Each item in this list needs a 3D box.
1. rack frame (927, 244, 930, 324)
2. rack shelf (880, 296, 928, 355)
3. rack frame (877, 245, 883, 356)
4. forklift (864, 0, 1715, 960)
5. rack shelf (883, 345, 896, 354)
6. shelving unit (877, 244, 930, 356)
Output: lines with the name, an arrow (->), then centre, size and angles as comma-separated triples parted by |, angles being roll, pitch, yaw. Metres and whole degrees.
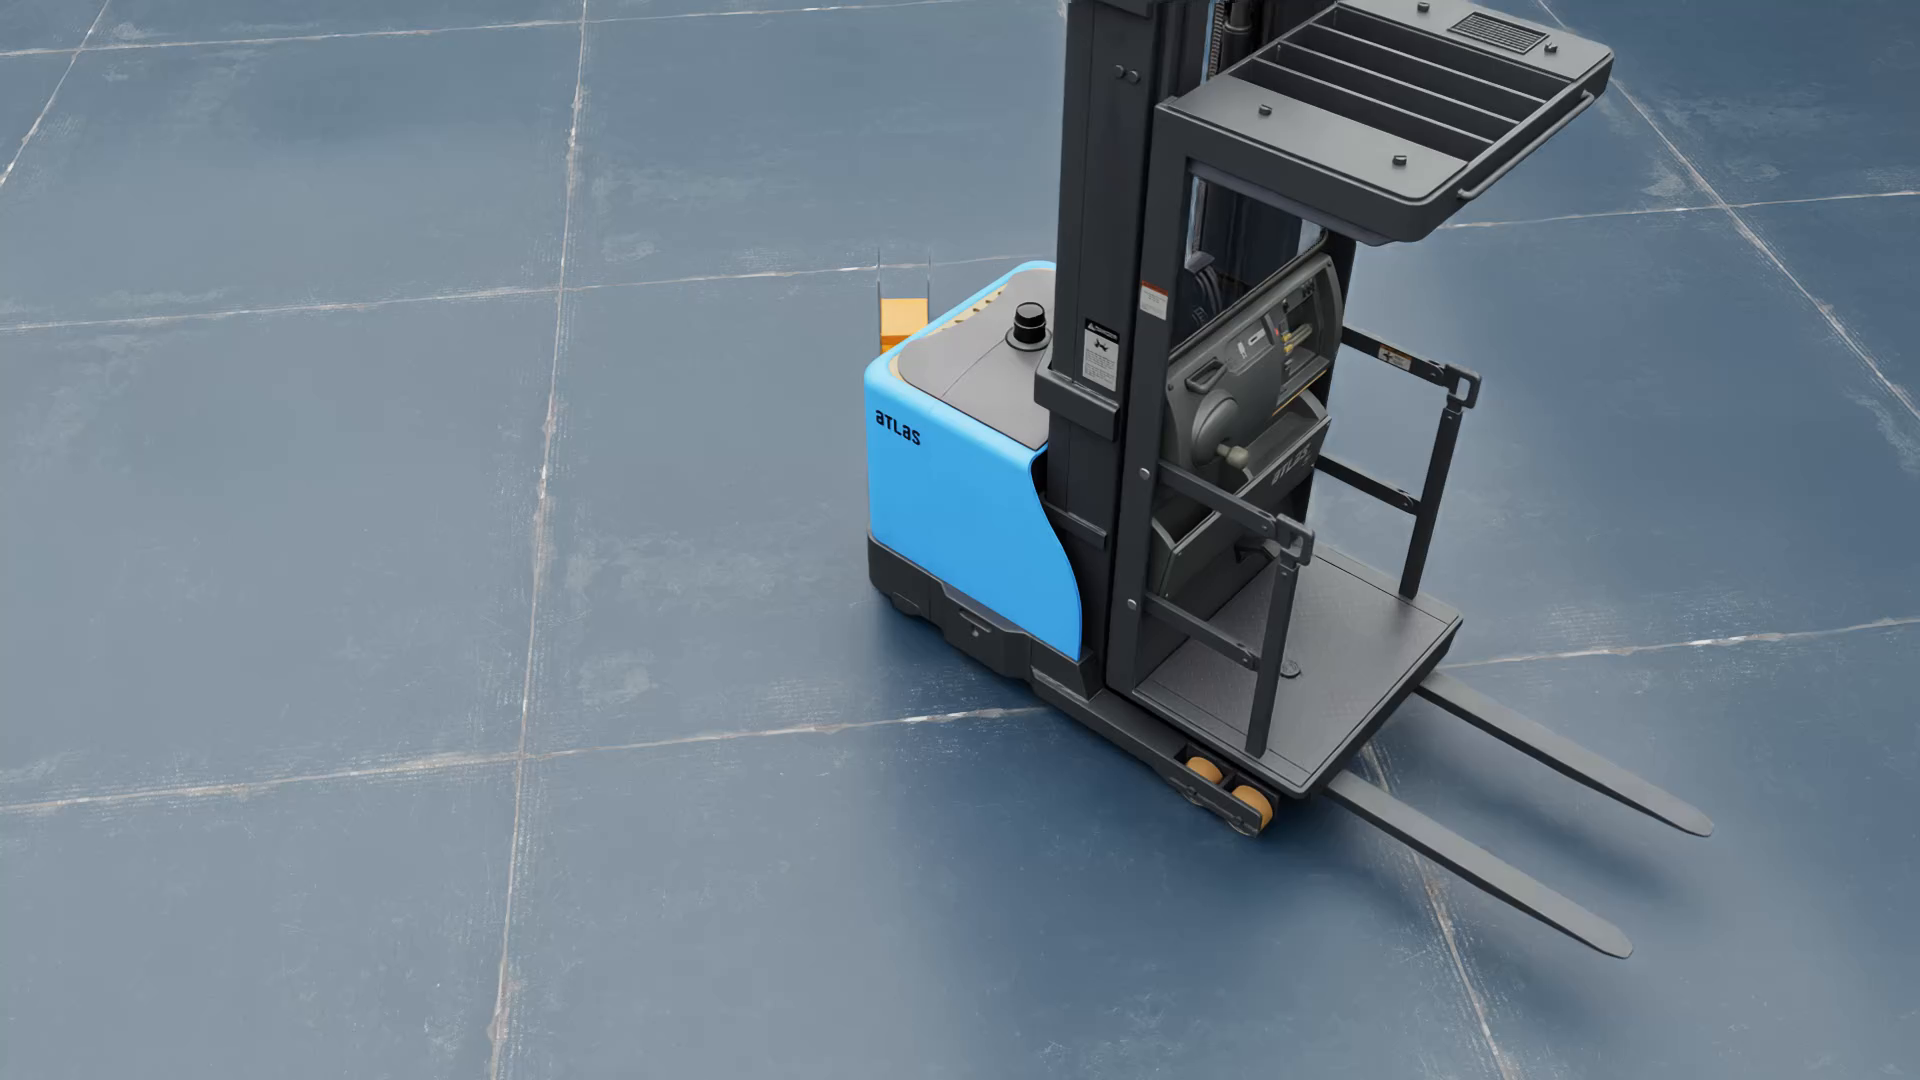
rack frame -> -0.116, -0.573, 6.490 | 0.006, 1.200, 0.240 | -1, 42, -1
rack shelf -> -0.208, -0.806, 6.277 | 0.180, 0.103, 0.258 | -1, 42, -1
rack frame -> -0.299, -0.570, 6.486 | 0.006, 1.200, 0.240 | -1, 42, -1
forklift -> 1.088, -0.492, 5.107 | 3.031, 2.935, 1.130 | 30, 50, 29
rack shelf -> -0.208, -0.717, 6.357 | 0.180, 0.103, 0.258 | -1, 42, -1
shelving unit -> -0.208, -0.572, 6.488 | 0.189, 1.200, 0.258 | -1, 42, -1
